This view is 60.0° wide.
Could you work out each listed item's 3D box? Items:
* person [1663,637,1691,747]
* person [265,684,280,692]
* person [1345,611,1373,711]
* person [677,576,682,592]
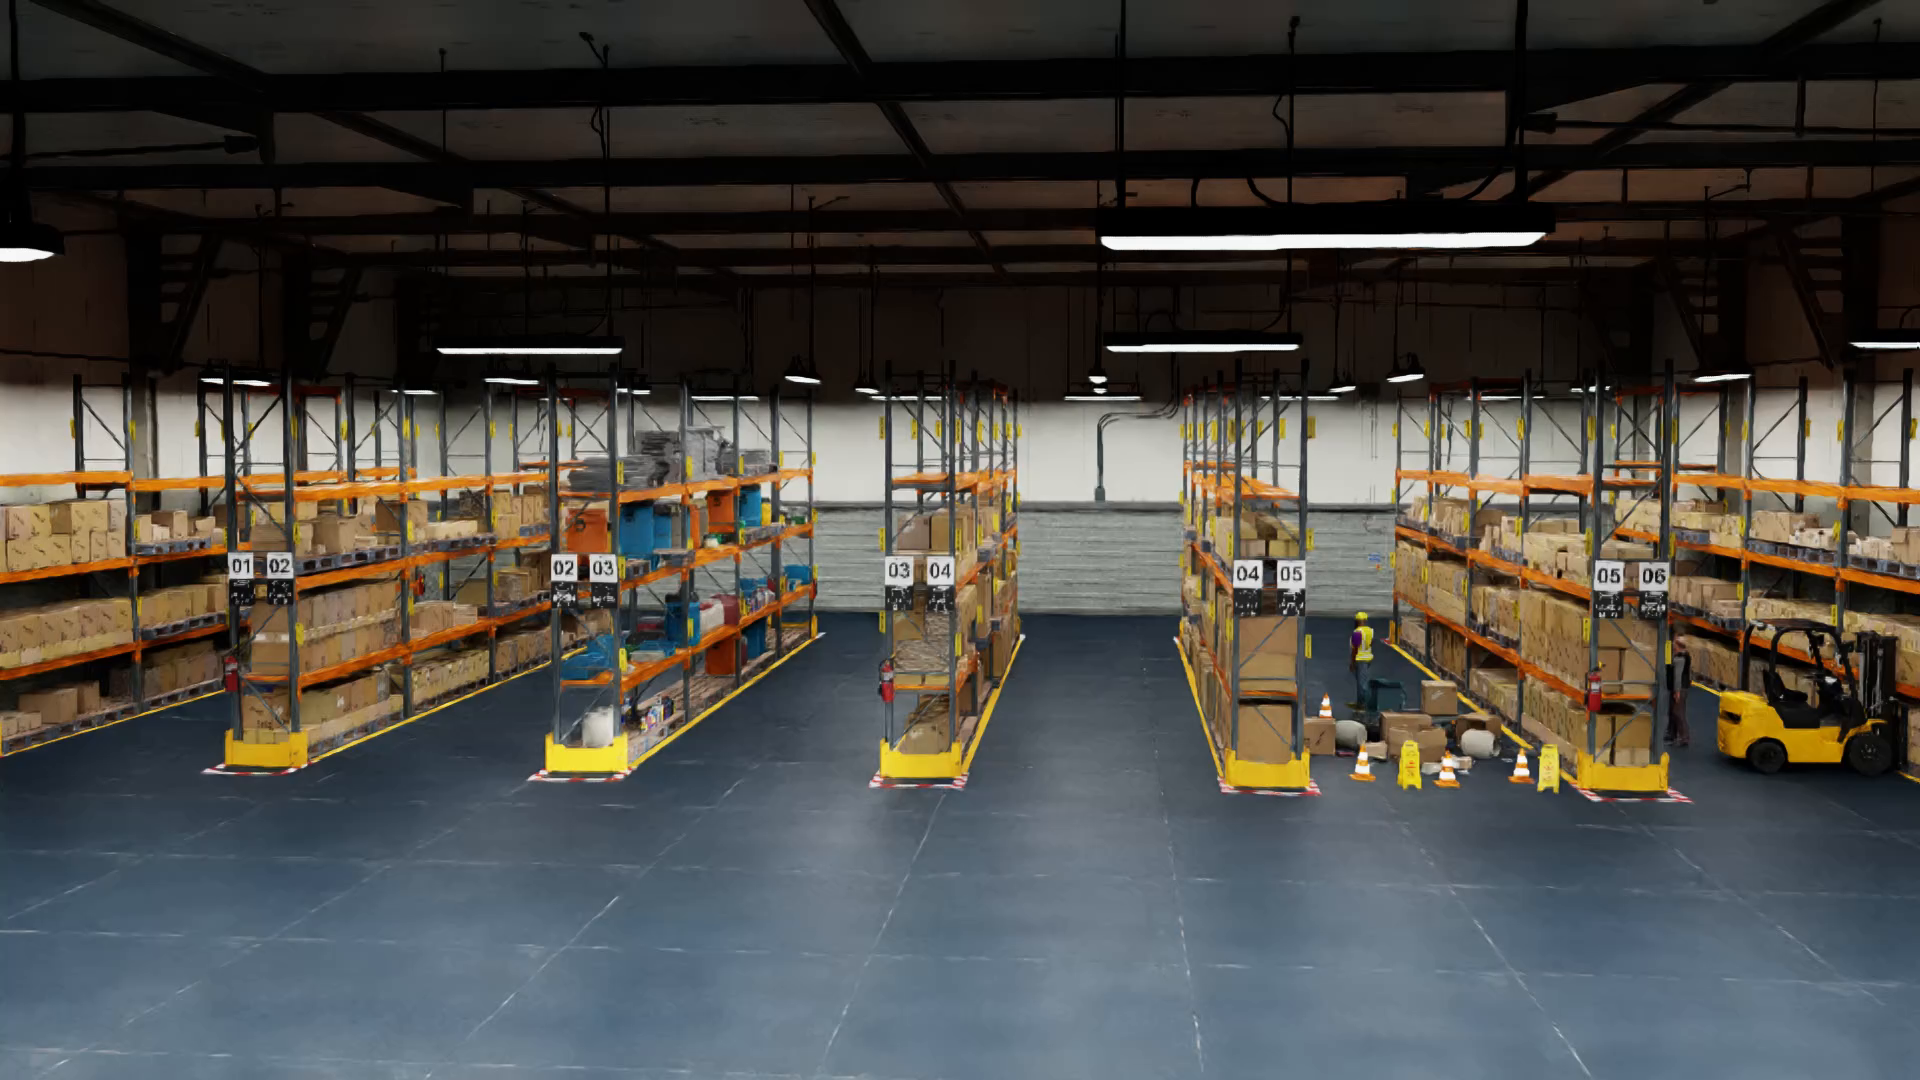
[{"bbox_3d":[11.379,2.392,26.477,0.535,1.721,0.616,2,4,31],"label":"person"},{"bbox_3d":[-11.703,2.320,28.681,0.478,1.567,1.093,0,4,3],"label":"person"},{"bbox_3d":[7.143,2.151,29.744,0.573,1.764,0.669,3,5,35],"label":"person"},{"bbox_3d":[-6.150,1.663,37.036,0.610,1.770,0.656,1,4,22],"label":"person"}]
